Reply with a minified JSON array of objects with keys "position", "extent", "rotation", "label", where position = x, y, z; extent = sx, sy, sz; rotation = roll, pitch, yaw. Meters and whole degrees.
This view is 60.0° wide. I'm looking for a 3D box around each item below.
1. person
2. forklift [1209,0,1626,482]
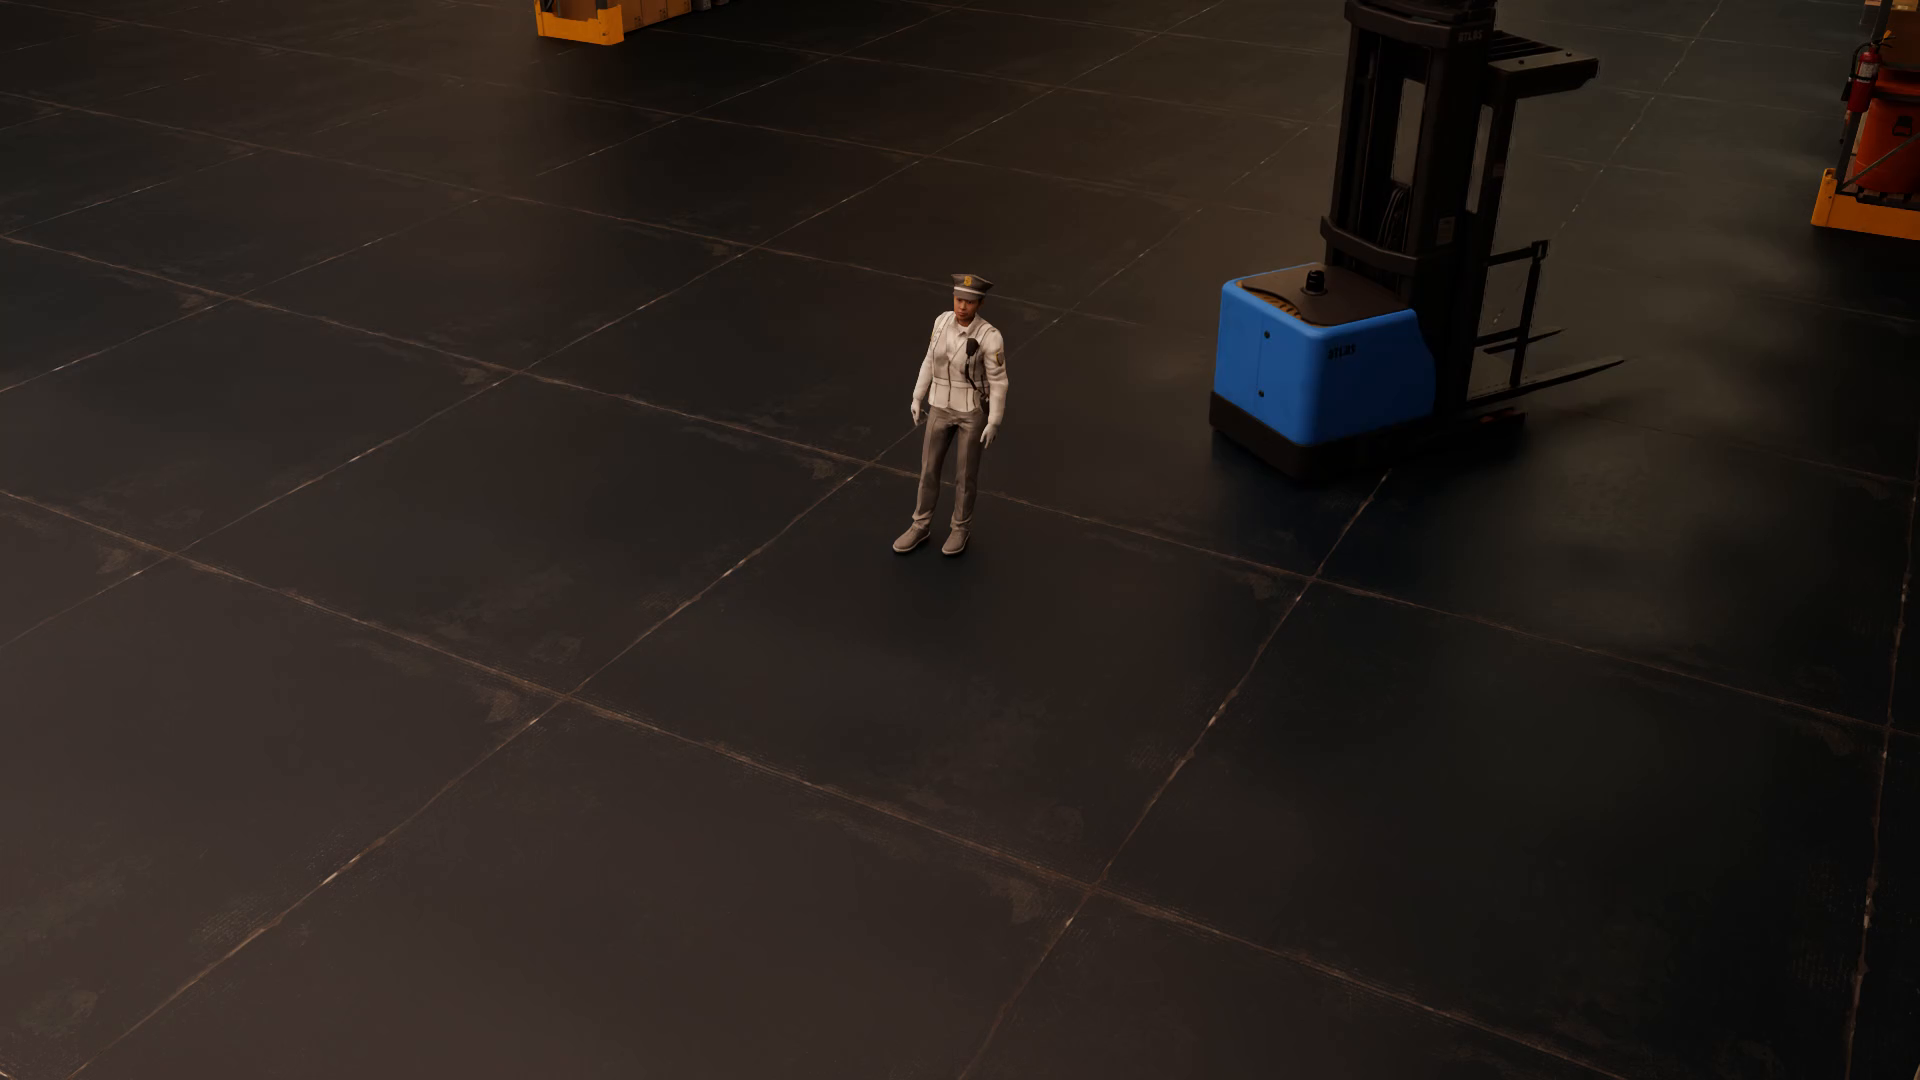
[{"position":[-0.039,-0.712,9.527],"extent":[0.586,1.694,0.532],"rotation":[15,33,25],"label":"person"},{"position":[3.228,-2.151,10.798],"extent":[3.031,2.935,1.130],"rotation":[-15,33,-24],"label":"forklift"}]
